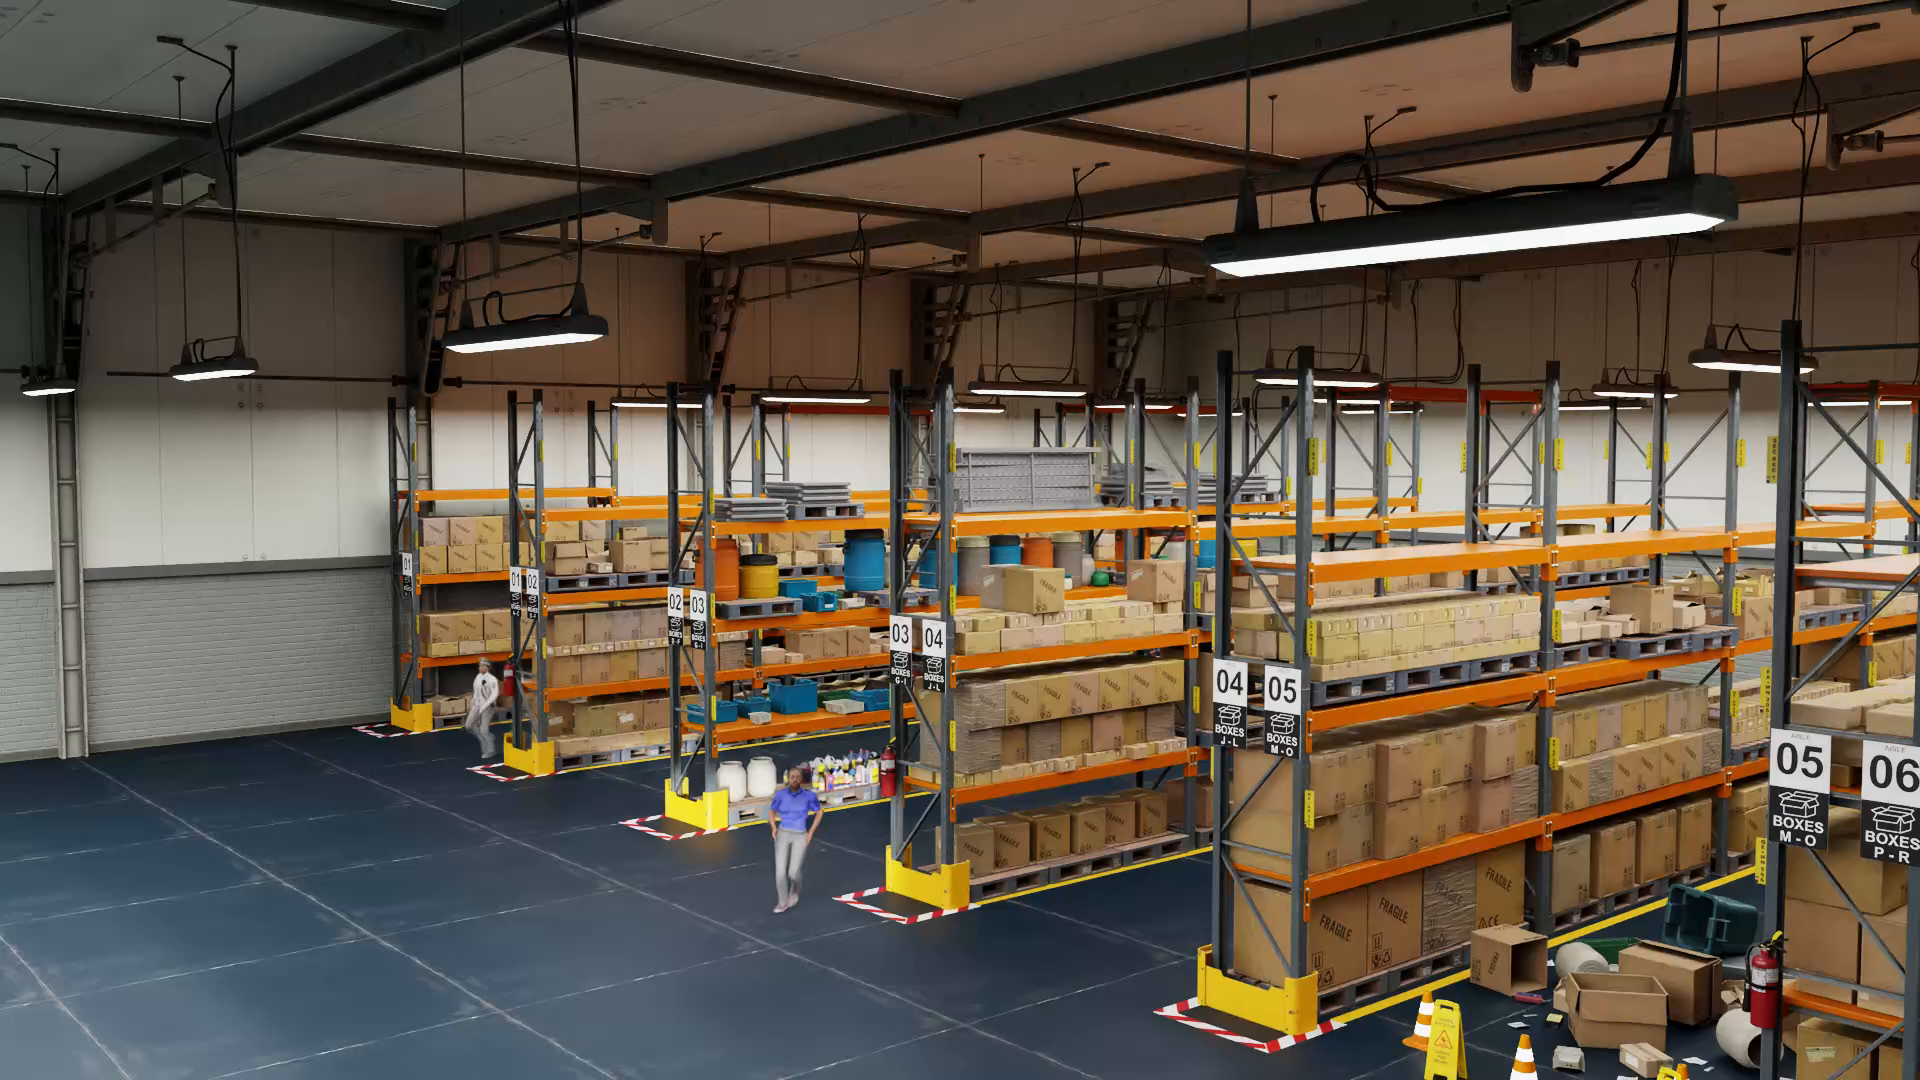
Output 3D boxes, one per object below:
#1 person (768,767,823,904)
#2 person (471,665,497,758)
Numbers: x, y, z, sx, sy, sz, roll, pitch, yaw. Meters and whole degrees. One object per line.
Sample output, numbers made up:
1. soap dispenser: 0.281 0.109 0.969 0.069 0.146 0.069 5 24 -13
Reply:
1. person: -1.831 3.259 18.192 0.591 1.538 0.488 0 3 8
2. person: -7.832 2.765 27.344 0.497 1.617 0.408 3 4 38
